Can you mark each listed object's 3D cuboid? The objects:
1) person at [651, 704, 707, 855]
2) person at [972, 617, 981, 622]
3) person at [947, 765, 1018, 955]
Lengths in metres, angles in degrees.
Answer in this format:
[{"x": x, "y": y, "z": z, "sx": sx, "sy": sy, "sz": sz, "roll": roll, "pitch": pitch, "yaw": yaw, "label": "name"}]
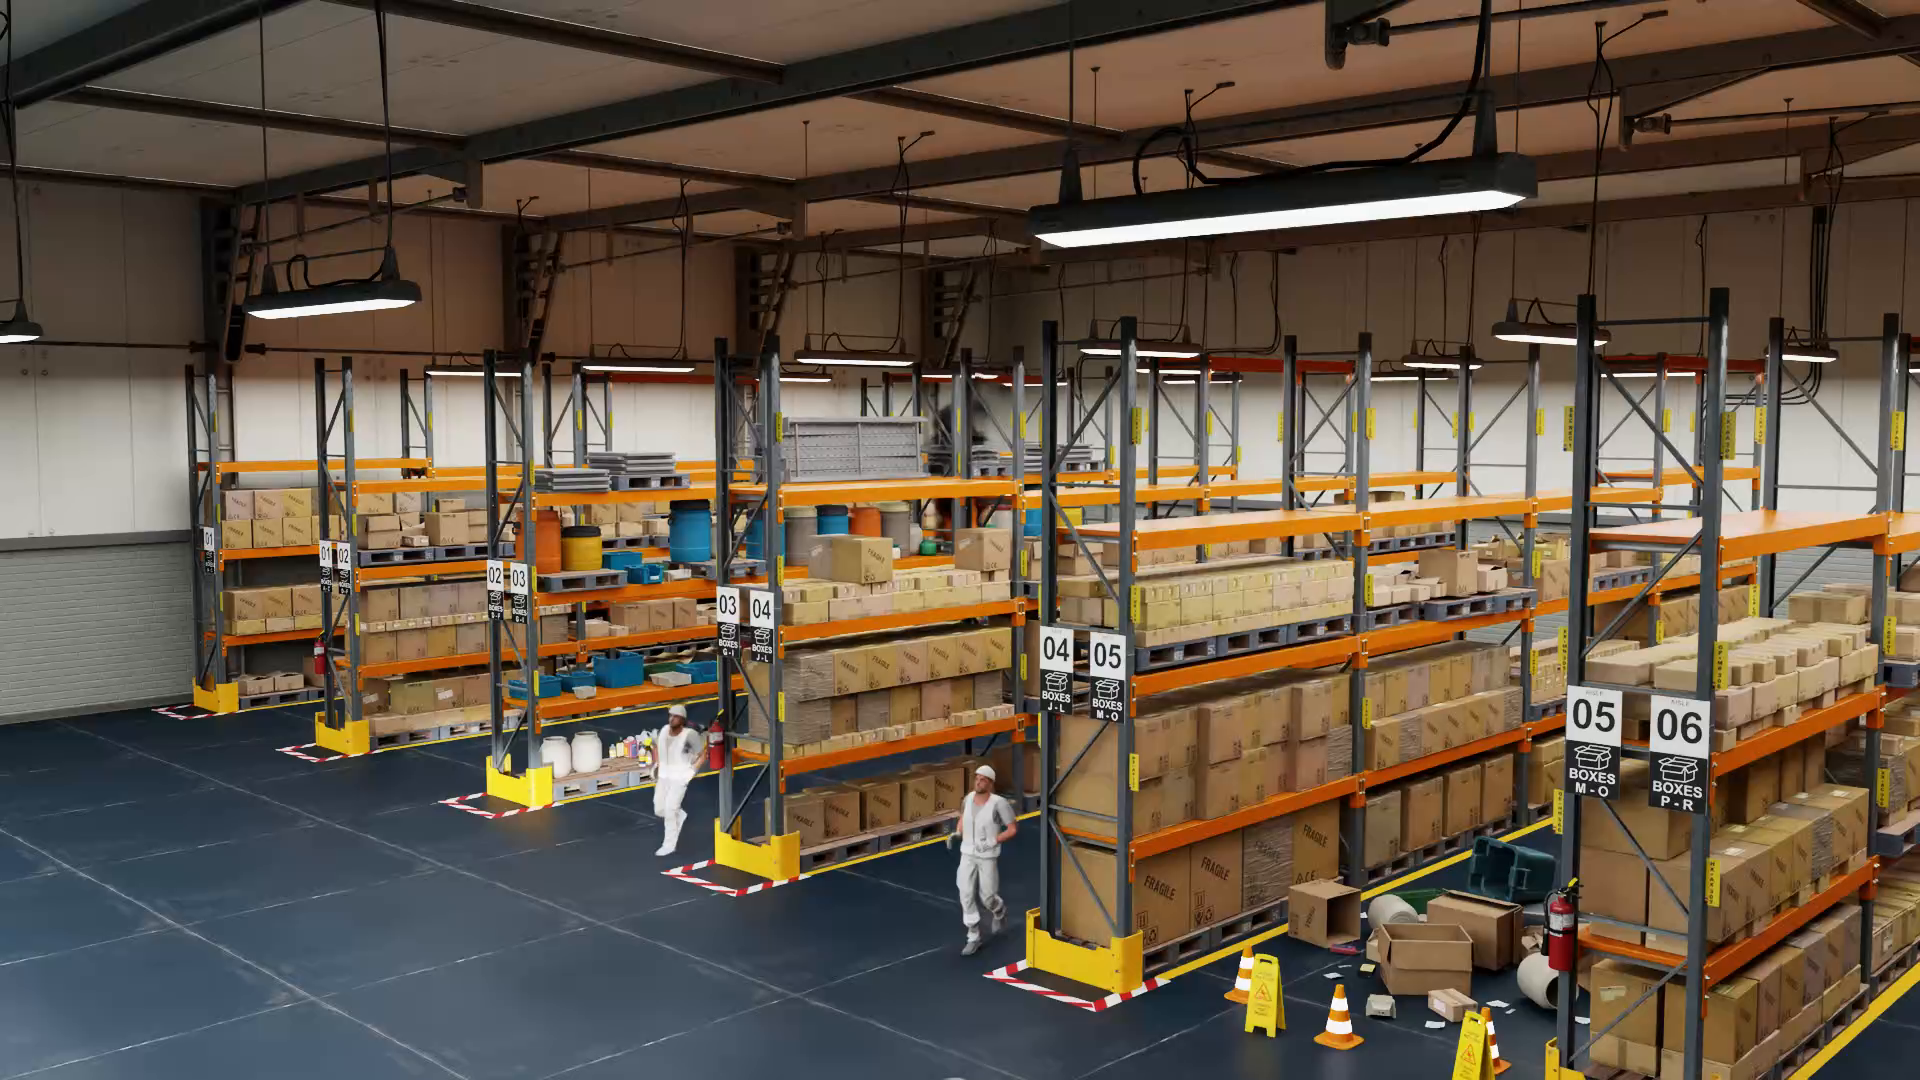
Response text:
[{"x": -3.313, "y": 2.815, "z": 19.647, "sx": 0.722, "sy": 1.781, "sz": 0.695, "roll": 2, "pitch": 5, "yaw": 25, "label": "person"}, {"x": 0.256, "y": 1.811, "z": 32.502, "sx": 0.570, "sy": 1.662, "sz": 0.968, "roll": 3, "pitch": 5, "yaw": 30, "label": "person"}, {"x": 0.234, "y": 3.073, "z": 16.116, "sx": 0.677, "sy": 1.782, "sz": 0.762, "roll": 2, "pitch": 5, "yaw": 26, "label": "person"}]
